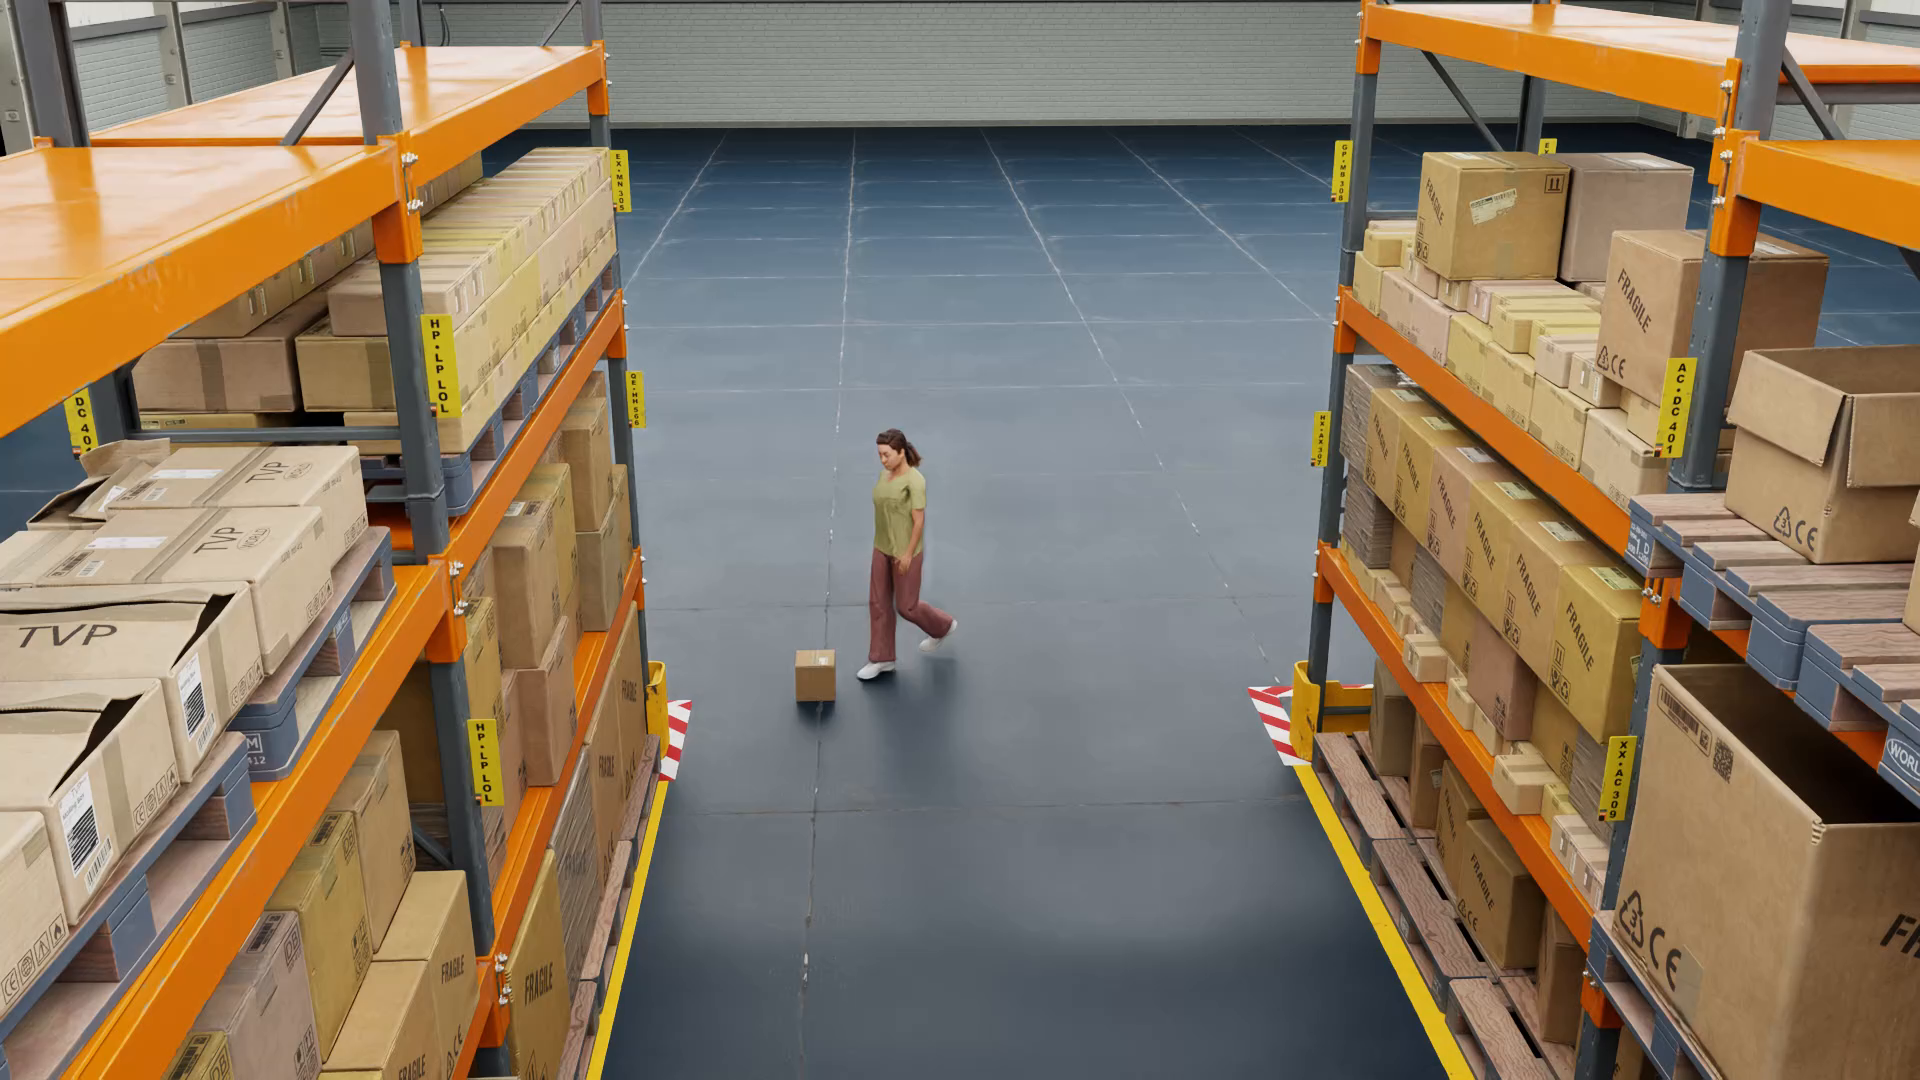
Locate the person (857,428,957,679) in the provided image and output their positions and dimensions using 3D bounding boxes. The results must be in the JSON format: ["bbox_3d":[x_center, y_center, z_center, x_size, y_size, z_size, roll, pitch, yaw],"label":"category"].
[{"bbox_3d":[-0.375,0.063,10.890,0.467,1.664,0.754,19,28,41],"label":"person"}]
